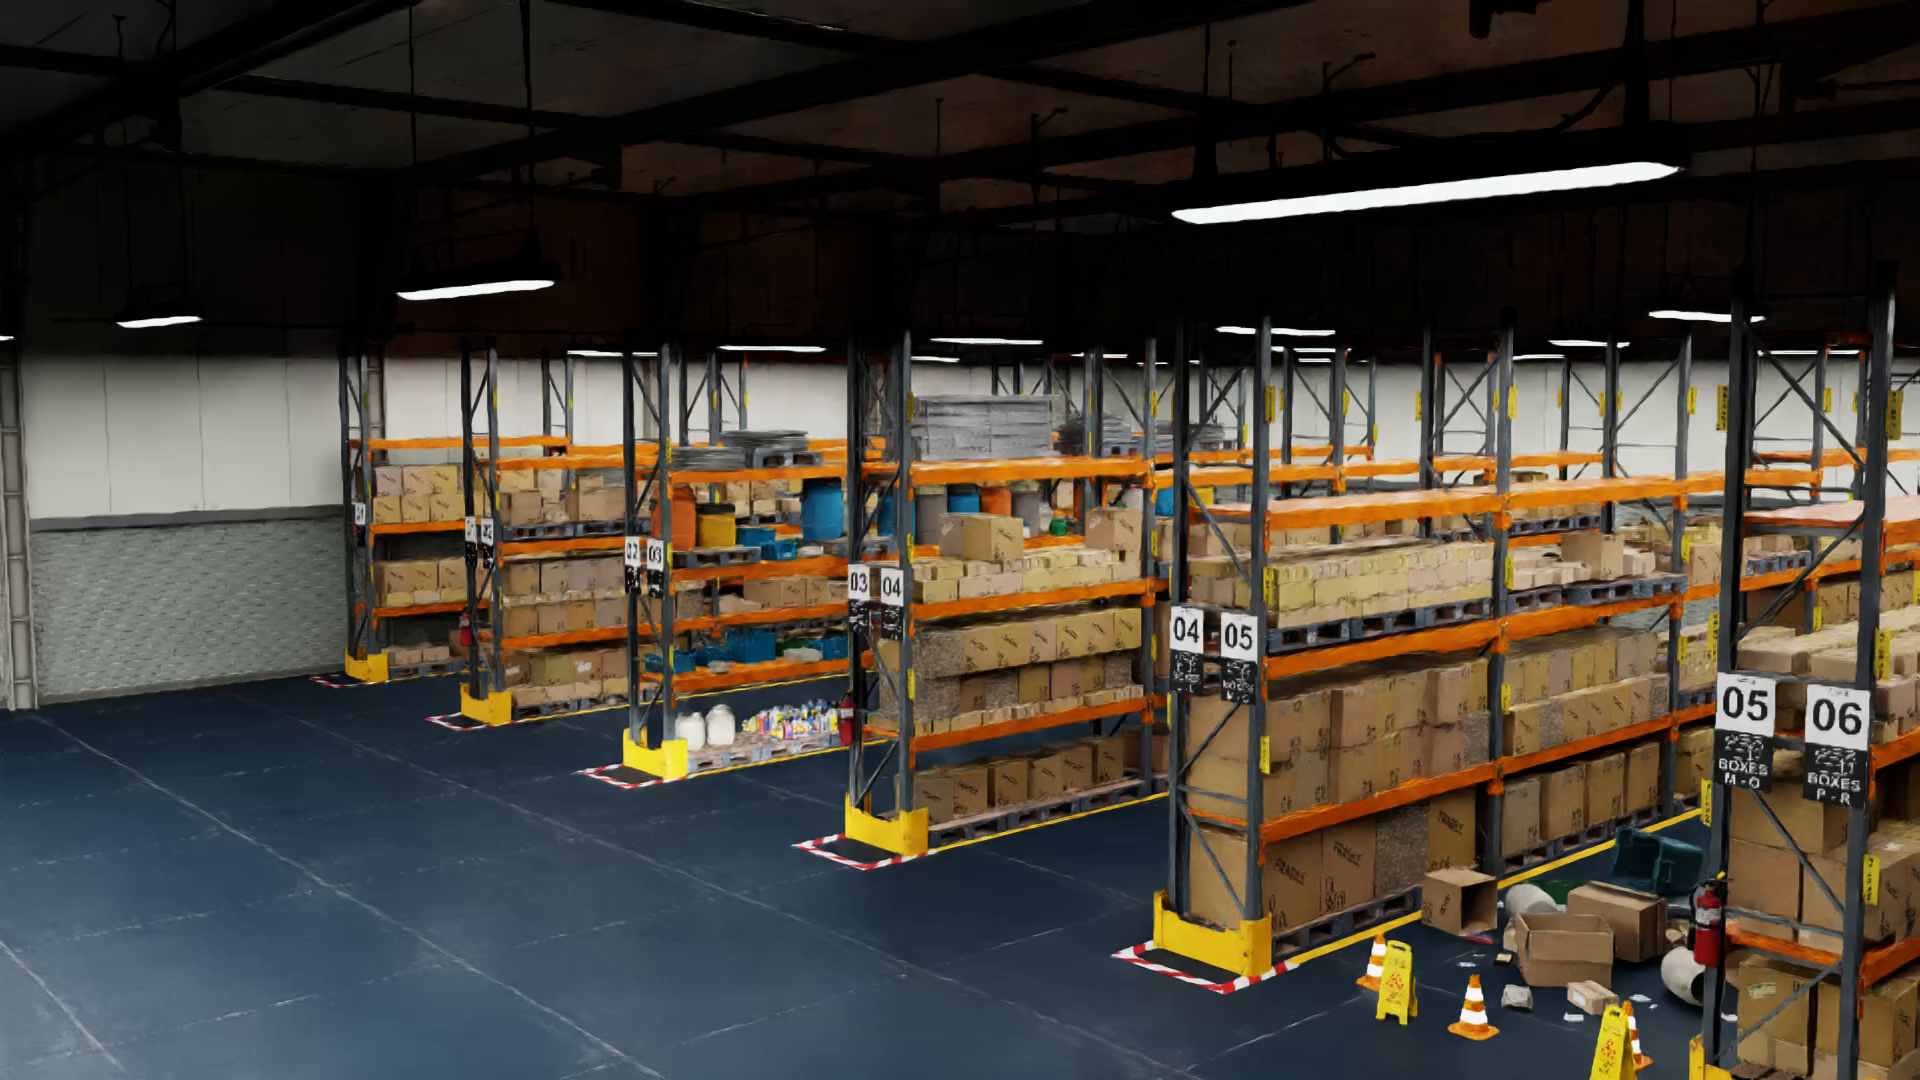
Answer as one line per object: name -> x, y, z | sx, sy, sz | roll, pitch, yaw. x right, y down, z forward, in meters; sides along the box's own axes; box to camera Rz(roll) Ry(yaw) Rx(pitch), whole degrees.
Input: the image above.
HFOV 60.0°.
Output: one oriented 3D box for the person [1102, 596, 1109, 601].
person -> 2.724, 1.331, 33.326 | 0.536, 1.715, 0.682 | -5, 7, -44
